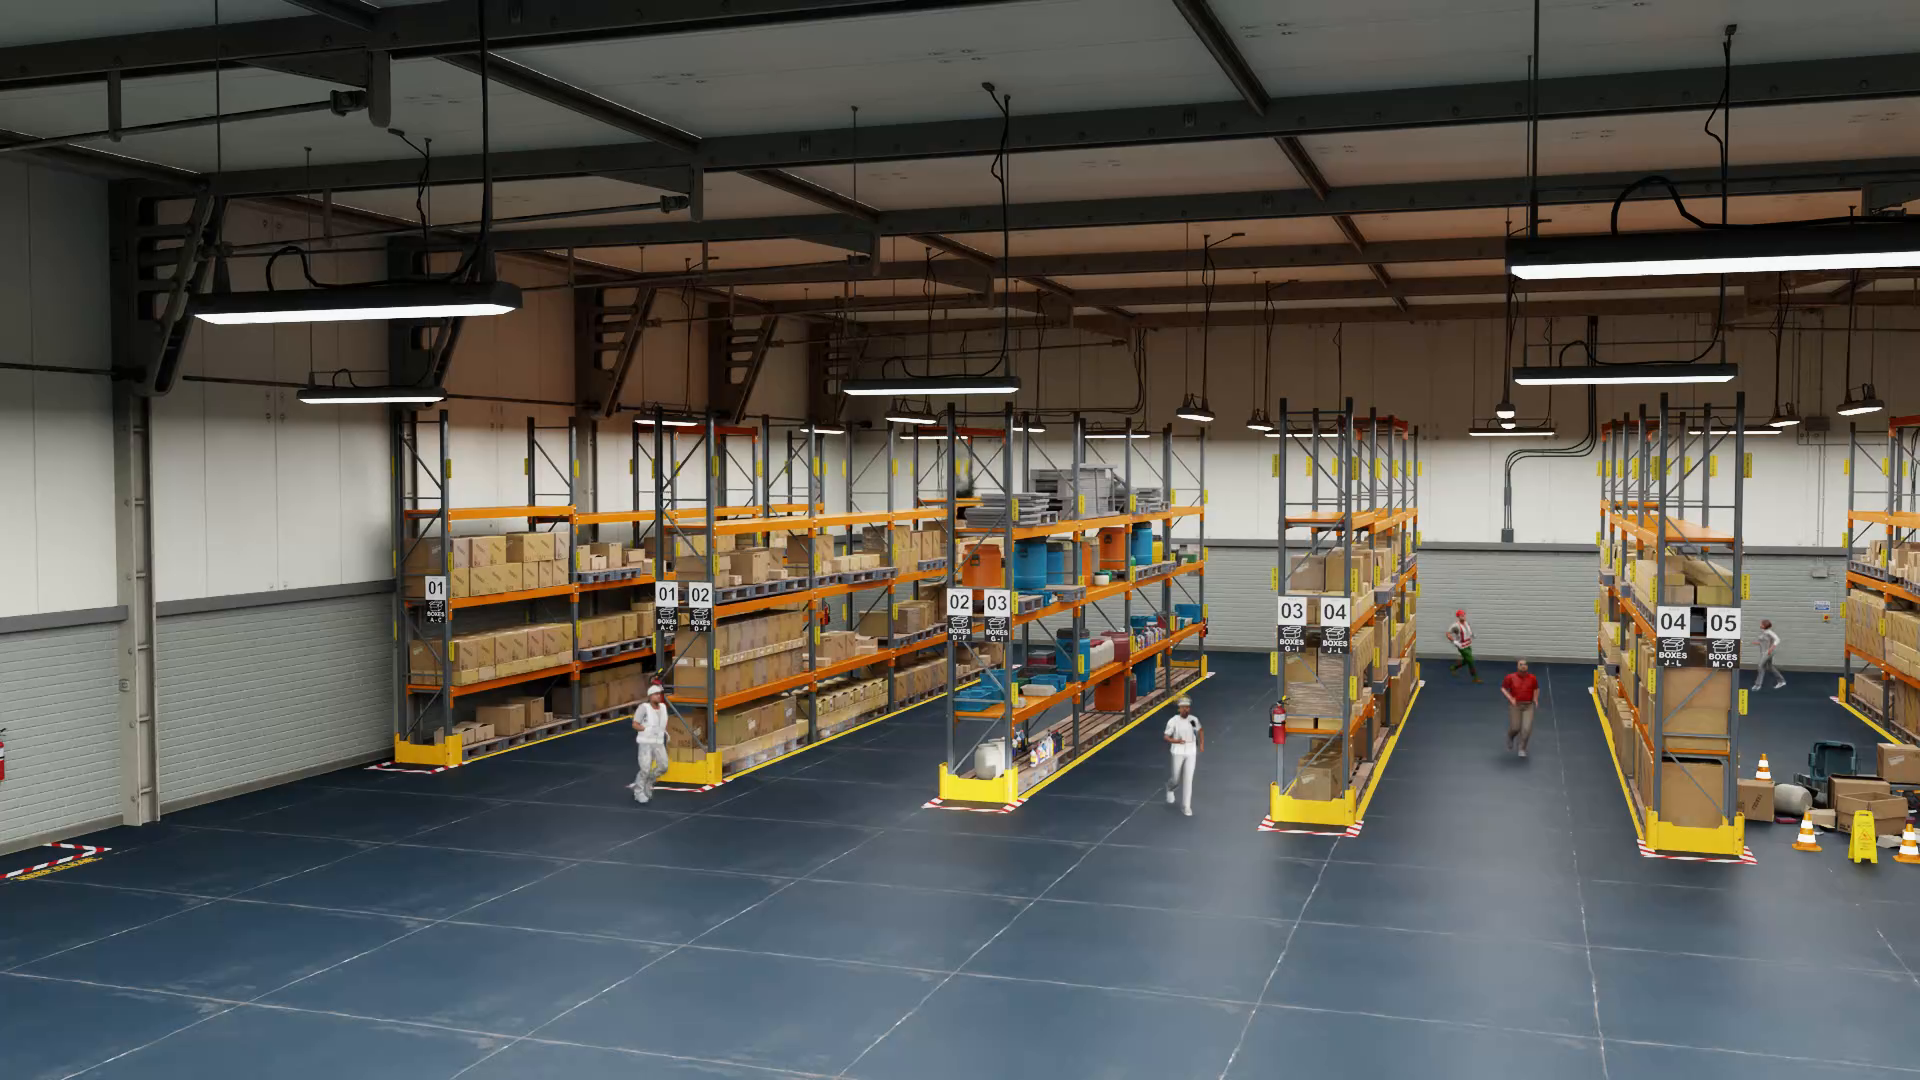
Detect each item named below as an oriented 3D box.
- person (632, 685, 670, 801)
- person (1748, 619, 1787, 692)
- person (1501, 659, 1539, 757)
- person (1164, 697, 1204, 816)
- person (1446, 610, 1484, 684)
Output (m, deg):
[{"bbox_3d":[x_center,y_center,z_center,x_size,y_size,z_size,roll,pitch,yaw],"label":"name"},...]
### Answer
[{"bbox_3d":[-4.576,3.056,25.004,0.714,1.730,0.609,-2,3,-43],"label":"person"},{"bbox_3d":[18.122,2.594,37.293,0.793,1.631,0.553,1,3,17],"label":"person"},{"bbox_3d":[9.788,2.916,29.011,0.655,1.678,0.583,0,2,4],"label":"person"},{"bbox_3d":[3.277,3.116,24.225,0.610,1.654,0.981,0,2,-1],"label":"person"},{"bbox_3d":[11.704,2.480,38.852,0.716,1.723,0.913,-2,3,-40],"label":"person"}]
